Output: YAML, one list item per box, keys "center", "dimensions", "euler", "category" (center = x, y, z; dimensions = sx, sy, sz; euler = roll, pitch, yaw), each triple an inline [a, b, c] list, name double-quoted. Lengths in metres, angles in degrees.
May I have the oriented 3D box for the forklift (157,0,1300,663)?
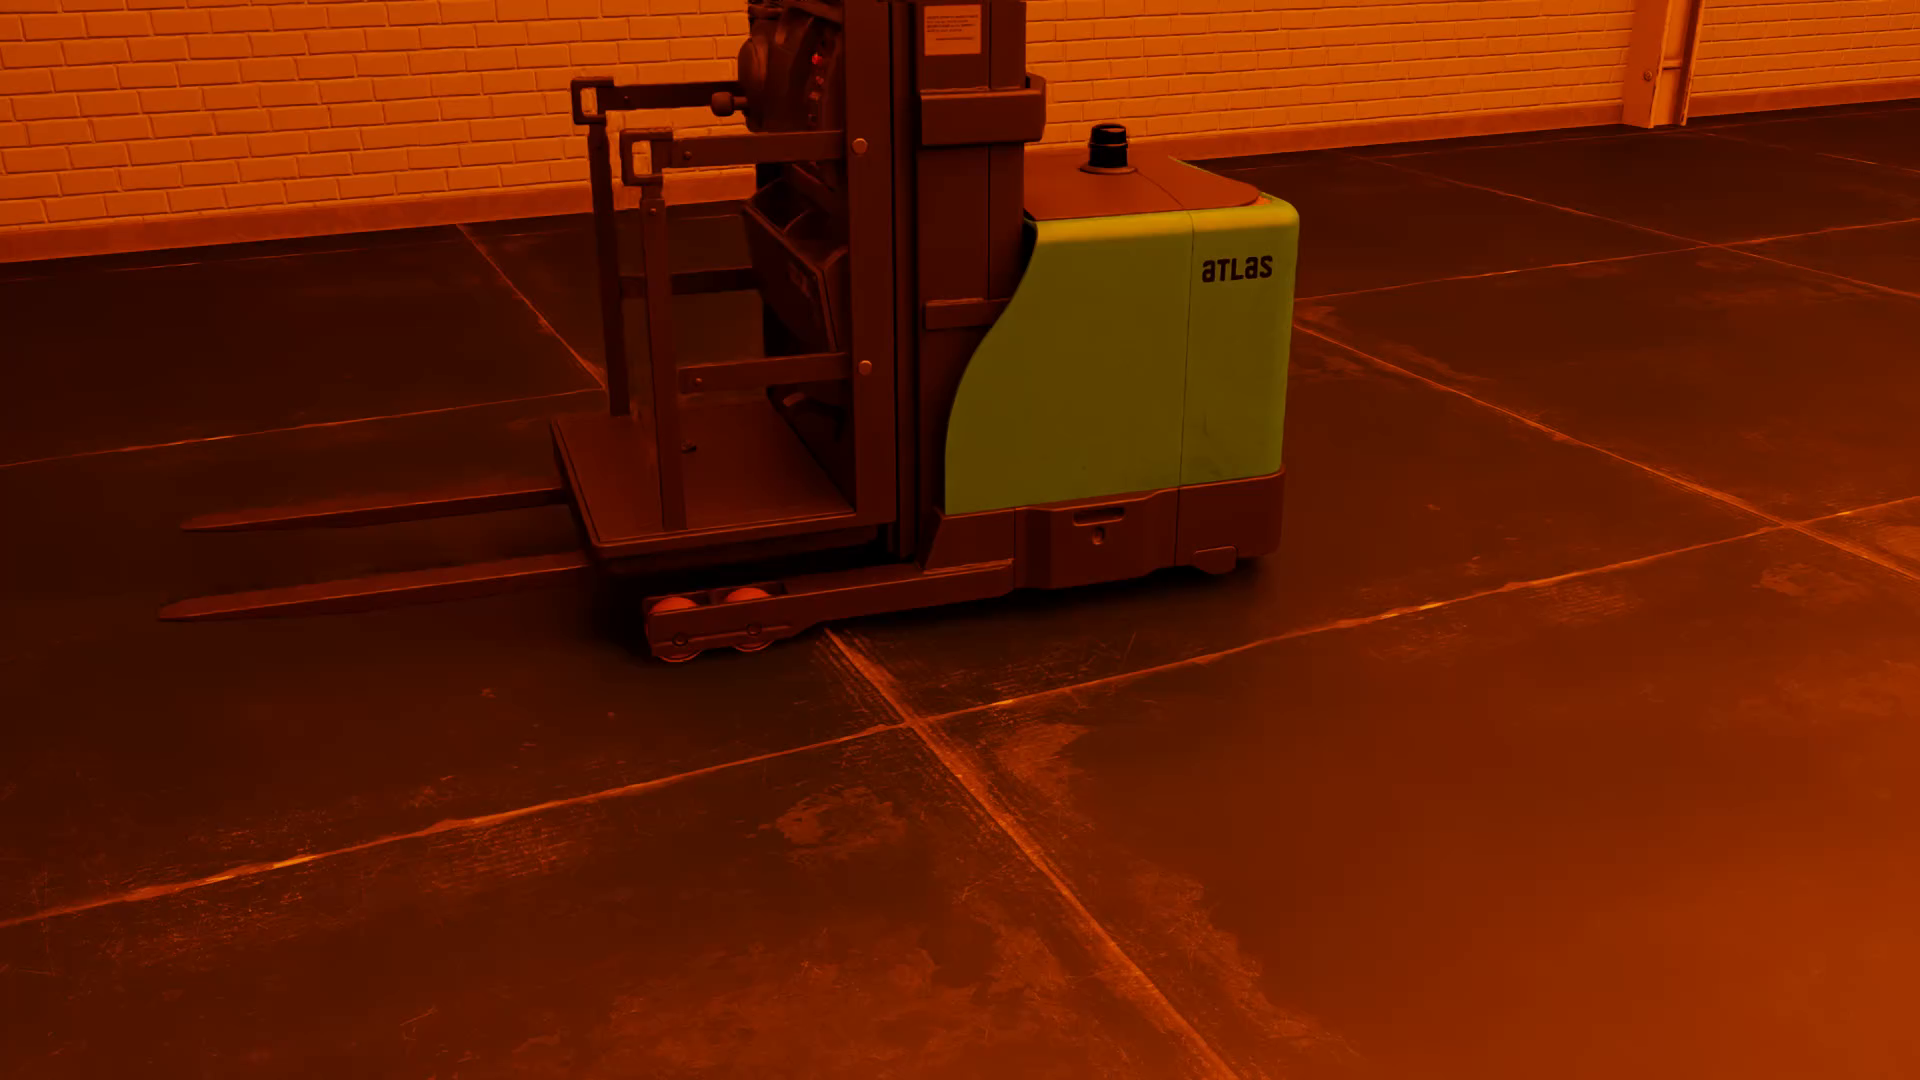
- center: [-0.633, -1.261, 4.322]
  dimensions: [3.031, 2.935, 1.130]
  euler: [-7, 24, -17]
  category: "forklift"
